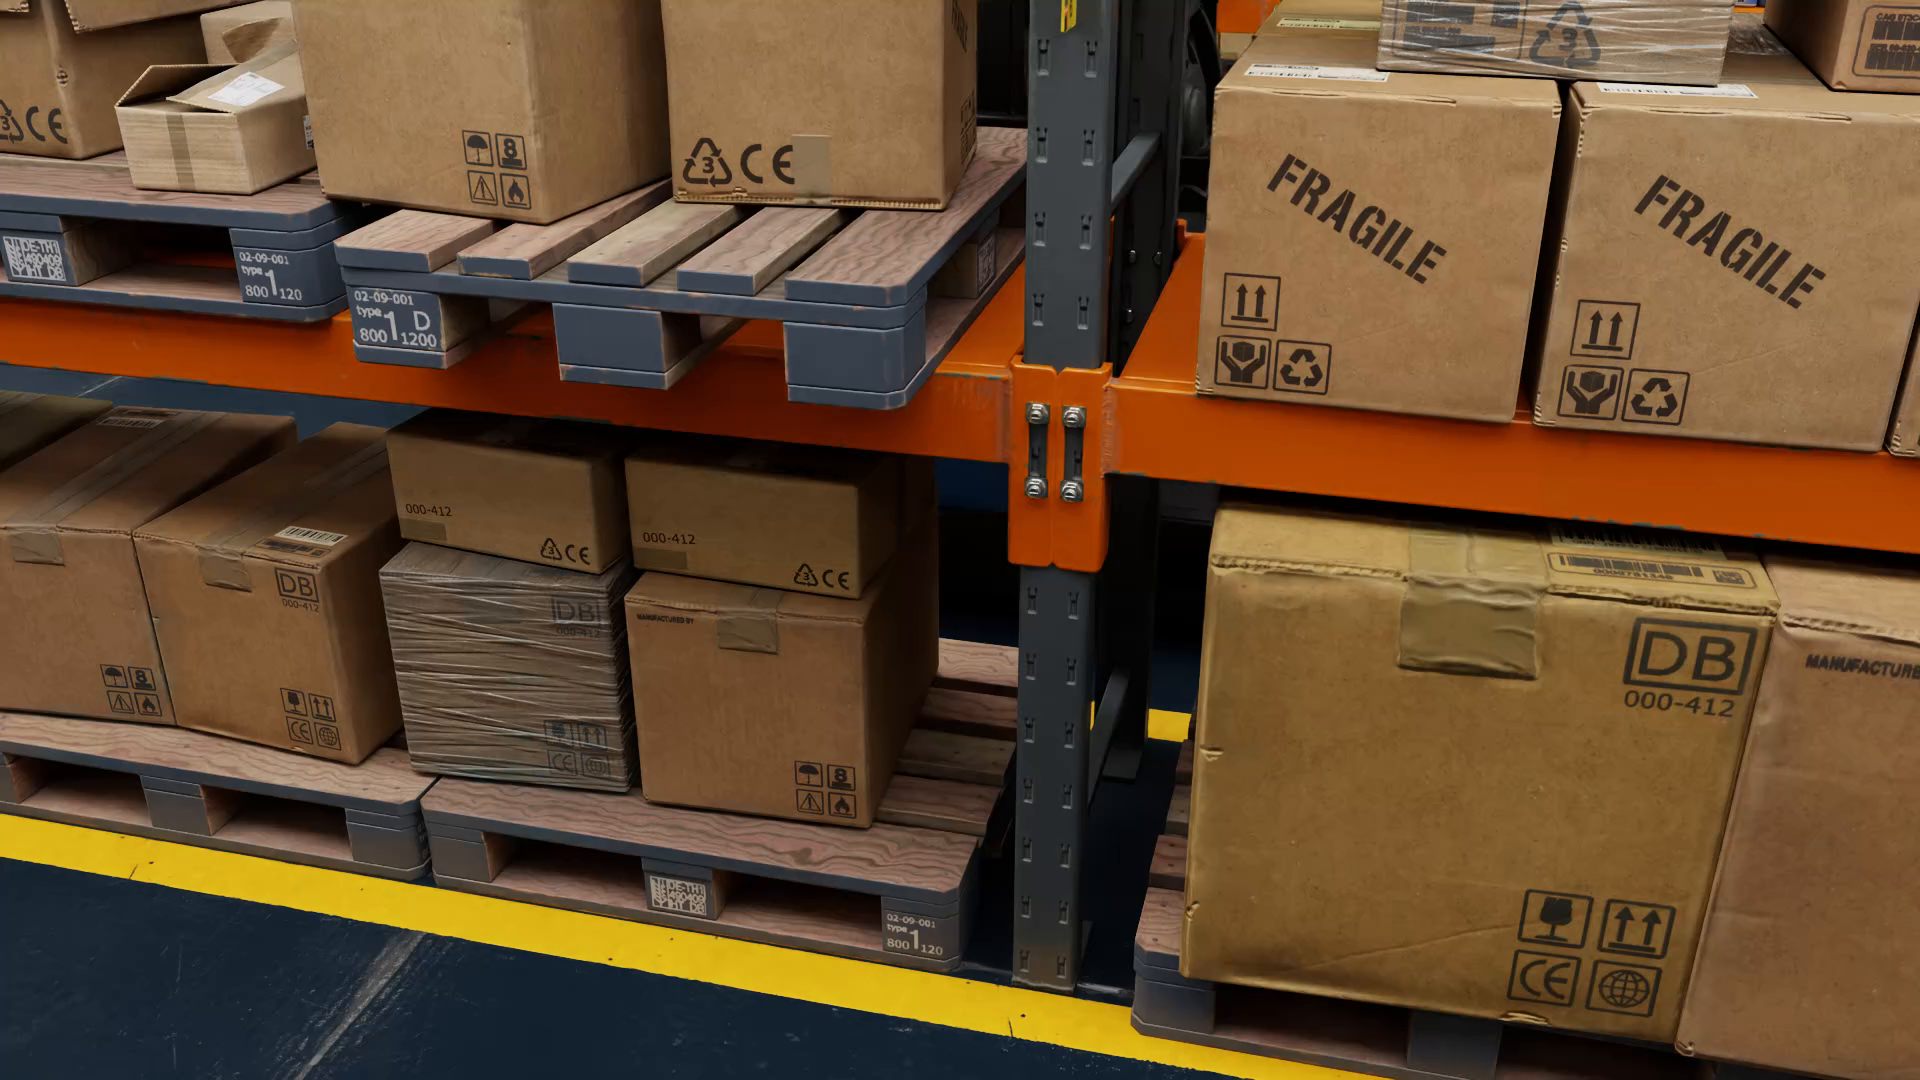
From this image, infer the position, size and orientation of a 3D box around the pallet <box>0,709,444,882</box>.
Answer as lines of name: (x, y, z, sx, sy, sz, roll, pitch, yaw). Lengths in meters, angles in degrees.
pallet: (-1.645, 0.388, 4.189, 1.213, 0.211, 1.003, 6, 26, 13)

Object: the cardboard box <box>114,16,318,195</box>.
cardboard box: (-1.393, -0.850, 3.214, 0.258, 0.266, 0.396, 6, 26, 12)

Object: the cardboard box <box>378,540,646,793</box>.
cardboard box: (-0.905, 0.157, 3.826, 0.500, 0.500, 0.700, 4, 26, 9)

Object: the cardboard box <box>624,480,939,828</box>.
cardboard box: (-0.364, 0.211, 3.713, 0.500, 0.500, 0.700, 5, 26, 10)

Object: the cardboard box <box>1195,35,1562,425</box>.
cardboard box: (0.693, -0.535, 2.768, 0.500, 0.500, 0.500, 7, 26, 15)

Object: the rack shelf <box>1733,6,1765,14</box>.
rack shelf: (3.460, -2.178, 7.173, 4.000, 0.370, 1.077, 6, 26, 13)

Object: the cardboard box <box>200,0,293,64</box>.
cardboard box: (-1.276, -1.052, 3.657, 0.500, 0.250, 0.500, 6, 26, 12)

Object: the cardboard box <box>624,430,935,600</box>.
cardboard box: (-0.367, -0.123, 3.543, 0.500, 0.250, 0.500, 7, 26, 15)

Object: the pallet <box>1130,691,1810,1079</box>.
pallet: (1.035, 0.720, 3.493, 1.213, 0.211, 1.003, 6, 26, 13)

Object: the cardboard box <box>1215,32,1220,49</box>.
cardboard box: (1.690, -3.736, 12.317, 0.500, 0.250, 0.500, 6, 26, 12)

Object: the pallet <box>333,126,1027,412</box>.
pallet: (-0.427, -0.601, 3.245, 1.003, 0.211, 1.213, 6, 26, 13)

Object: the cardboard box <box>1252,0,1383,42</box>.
cardboard box: (0.829, -0.751, 3.221, 0.500, 0.500, 0.500, 7, 26, 15)

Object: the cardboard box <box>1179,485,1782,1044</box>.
cardboard box: (0.953, 0.197, 3.330, 0.875, 0.875, 1.225, 5, 26, 11)

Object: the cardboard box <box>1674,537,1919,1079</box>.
cardboard box: (1.814, 0.296, 3.123, 0.875, 0.875, 1.225, 6, 26, 13)

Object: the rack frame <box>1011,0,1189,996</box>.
rack frame: (0.290, -0.655, 3.137, 0.127, 3.000, 1.000, 6, 26, 13)

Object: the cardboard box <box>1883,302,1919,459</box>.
cardboard box: (1.690, -0.427, 2.542, 0.500, 0.500, 0.500, 6, 26, 12)

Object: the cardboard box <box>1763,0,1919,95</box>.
cardboard box: (1.624, -0.997, 2.572, 0.637, 0.503, 0.797, 7, 26, 14)

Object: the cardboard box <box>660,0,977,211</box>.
cardboard box: (-0.243, -0.931, 3.112, 0.500, 0.500, 0.500, 3, 26, 7)

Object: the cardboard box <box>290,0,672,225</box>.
cardboard box: (-0.809, -0.949, 3.150, 0.500, 0.500, 0.700, 10, 27, 21)

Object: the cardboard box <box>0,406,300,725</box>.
cardboard box: (-1.996, 0.040, 4.073, 0.500, 0.500, 0.700, 4, 26, 9)

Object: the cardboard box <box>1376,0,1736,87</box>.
cardboard box: (0.994, -1.068, 2.721, 0.637, 0.503, 0.797, 7, 26, 15)

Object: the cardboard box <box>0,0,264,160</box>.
cardboard box: (-1.882, -1.173, 3.615, 0.637, 0.503, 0.797, 9, 27, 18)

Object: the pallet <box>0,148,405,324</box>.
pallet: (-1.638, -0.764, 3.587, 1.213, 0.211, 1.003, 6, 26, 13)

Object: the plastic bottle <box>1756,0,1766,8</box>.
plastic bottle: (3.359, -2.347, 6.747, 0.185, 0.351, 0.144, 6, 26, 13)

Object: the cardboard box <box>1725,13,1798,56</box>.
cardboard box: (1.311, -0.695, 3.104, 0.500, 0.500, 0.500, 6, 26, 13)

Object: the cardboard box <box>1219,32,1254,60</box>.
cardboard box: (2.190, -3.682, 12.204, 0.500, 0.250, 0.500, 7, 26, 14)

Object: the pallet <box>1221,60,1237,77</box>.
pallet: (1.973, -3.624, 12.617, 1.213, 0.211, 1.003, 6, 26, 13)

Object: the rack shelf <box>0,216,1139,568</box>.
rack shelf: (-1.647, -0.545, 3.741, 4.000, 0.370, 1.077, 6, 26, 13)

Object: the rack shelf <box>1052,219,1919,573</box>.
rack shelf: (2.227, -0.116, 2.842, 4.000, 0.370, 1.077, 6, 26, 13)

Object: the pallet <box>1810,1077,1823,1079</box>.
pallet: (2.212, 0.851, 3.217, 1.213, 0.211, 1.003, 6, 26, 13)

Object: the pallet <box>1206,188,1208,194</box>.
pallet: (0.783, -1.557, 8.275, 1.213, 0.211, 1.003, 6, 26, 13)

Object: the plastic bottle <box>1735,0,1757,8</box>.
plastic bottle: (3.205, -2.332, 6.803, 0.135, 0.276, 0.152, 6, 26, 13)

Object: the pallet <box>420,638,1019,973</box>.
pallet: (-0.467, 0.520, 3.913, 1.213, 0.211, 1.003, 6, 26, 13)

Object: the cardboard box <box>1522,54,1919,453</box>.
cardboard box: (1.193, -0.481, 2.654, 0.500, 0.500, 0.500, 6, 26, 12)

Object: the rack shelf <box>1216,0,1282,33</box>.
rack shelf: (-0.414, -2.607, 8.072, 4.000, 0.370, 1.077, 6, 26, 13)

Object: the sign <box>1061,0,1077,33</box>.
sign: (0.164, -0.915, 2.428, 0.005, 0.325, 0.100, 6, 26, 13)

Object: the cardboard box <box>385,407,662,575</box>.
cardboard box: (-0.883, -0.176, 3.653, 0.500, 0.250, 0.500, 9, 27, 19)

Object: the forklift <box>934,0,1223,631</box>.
forklift: (0.822, -1.263, 4.492, 3.031, 2.935, 1.130, 7, 26, 14)

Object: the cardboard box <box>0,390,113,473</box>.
cardboard box: (-2.538, -0.020, 4.198, 0.500, 0.500, 0.700, 6, 26, 13)

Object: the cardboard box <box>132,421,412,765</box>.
cardboard box: (-1.455, 0.099, 3.948, 0.500, 0.500, 0.700, 9, 27, 17)
